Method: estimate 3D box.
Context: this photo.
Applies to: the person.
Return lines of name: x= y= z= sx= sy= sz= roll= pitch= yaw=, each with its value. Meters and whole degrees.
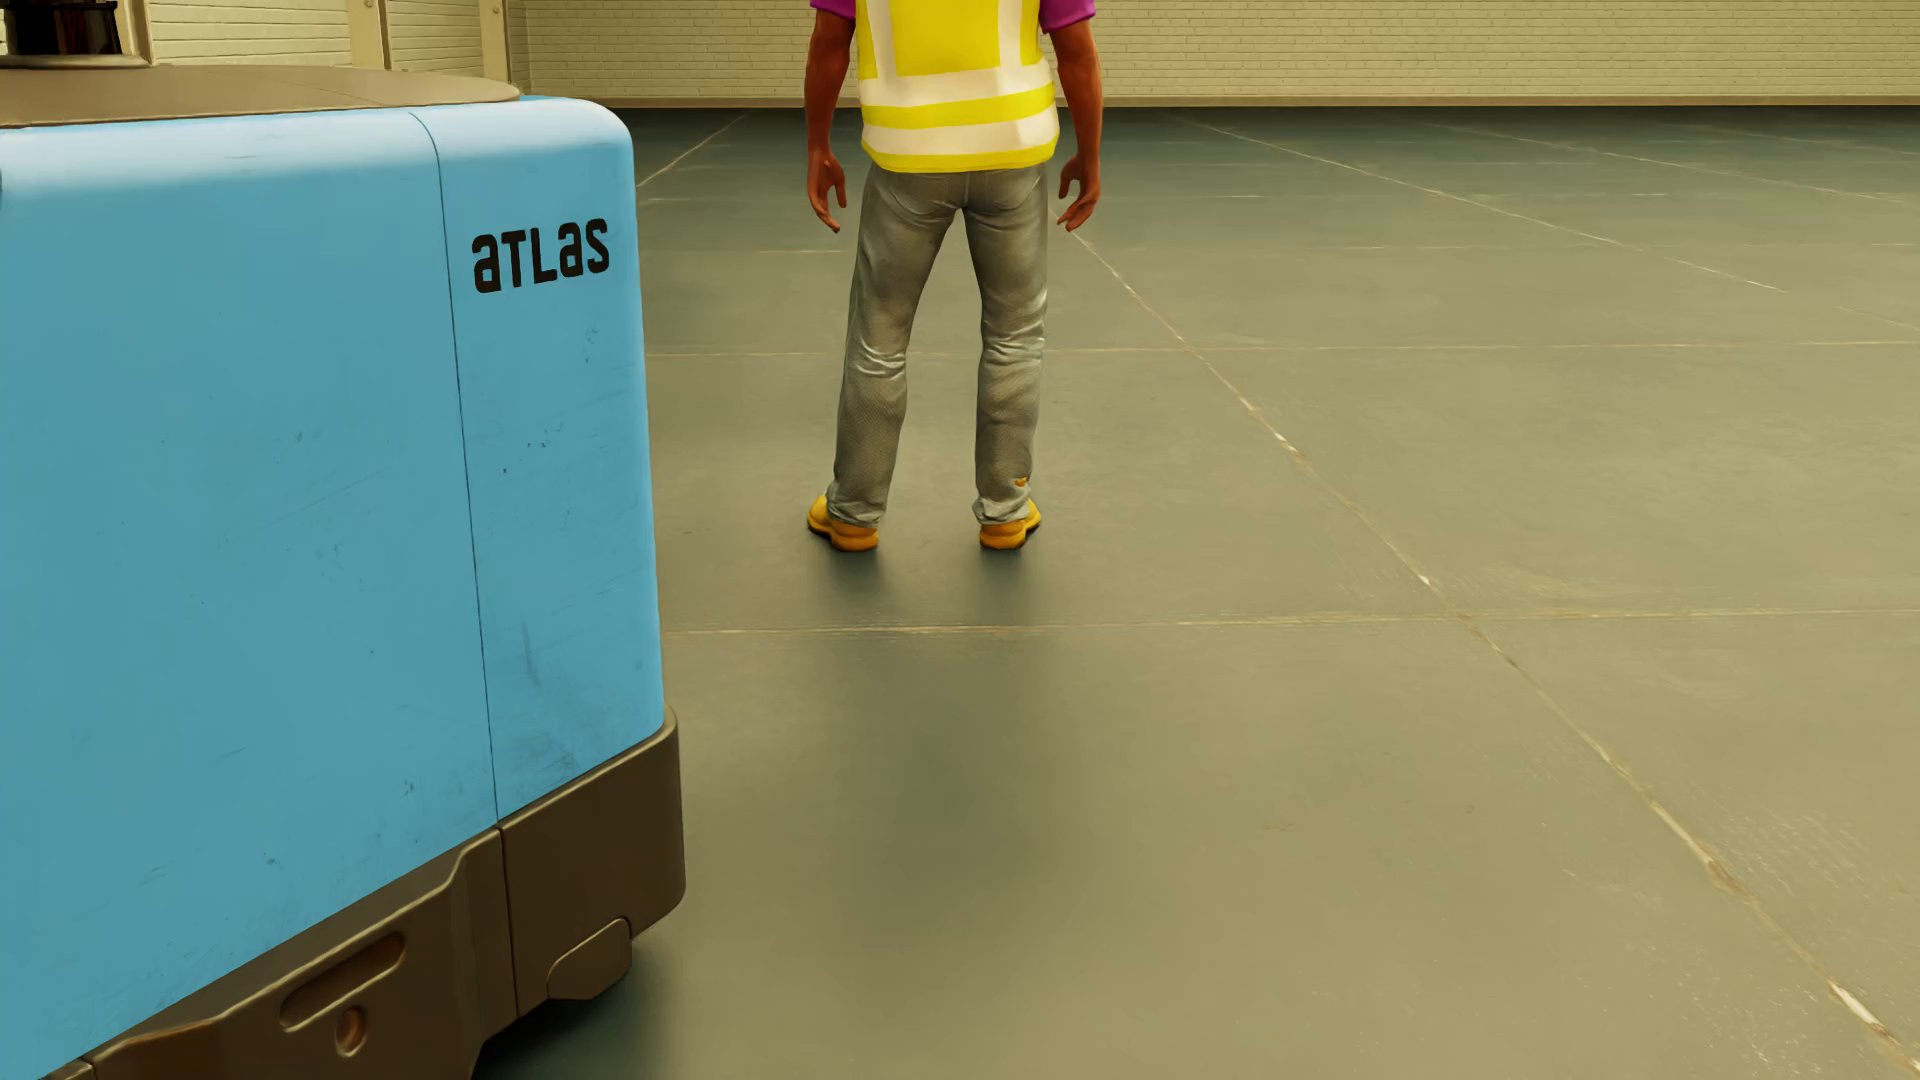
person: x=-0.025 y=-0.845 z=3.662 sx=0.677 sy=1.769 sz=0.424 roll=-1 pitch=17 yaw=-3

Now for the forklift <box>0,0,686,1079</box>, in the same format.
forklift: x=-1.507 y=-0.569 z=0.770 sx=1.130 sy=2.935 sz=3.031 roll=9 pitch=19 yaw=27
